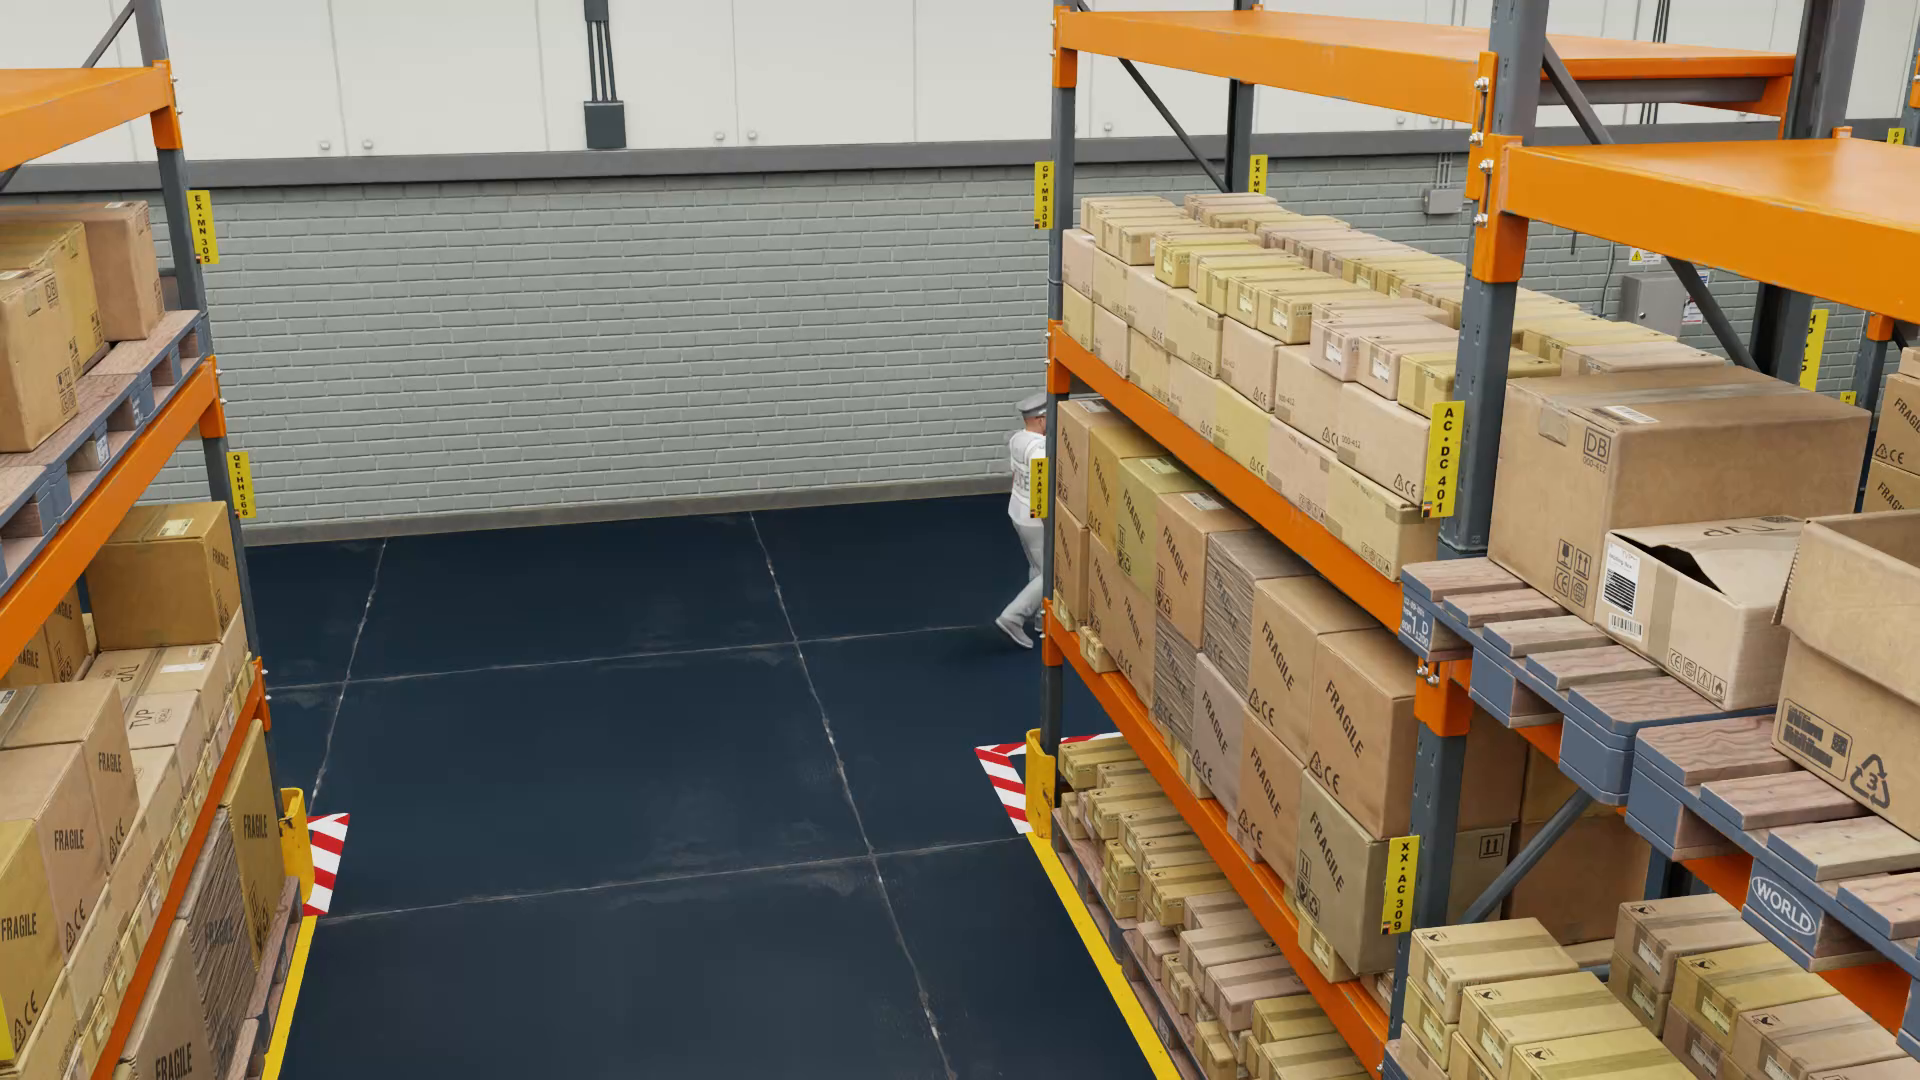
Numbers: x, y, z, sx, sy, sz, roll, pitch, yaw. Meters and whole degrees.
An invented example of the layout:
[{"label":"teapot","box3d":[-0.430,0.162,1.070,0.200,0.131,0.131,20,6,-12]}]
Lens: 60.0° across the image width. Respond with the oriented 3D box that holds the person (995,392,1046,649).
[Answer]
[{"label":"person","box3d":[0.540,-0.146,11.433,0.695,1.759,0.569,-6,20,-15]}]
